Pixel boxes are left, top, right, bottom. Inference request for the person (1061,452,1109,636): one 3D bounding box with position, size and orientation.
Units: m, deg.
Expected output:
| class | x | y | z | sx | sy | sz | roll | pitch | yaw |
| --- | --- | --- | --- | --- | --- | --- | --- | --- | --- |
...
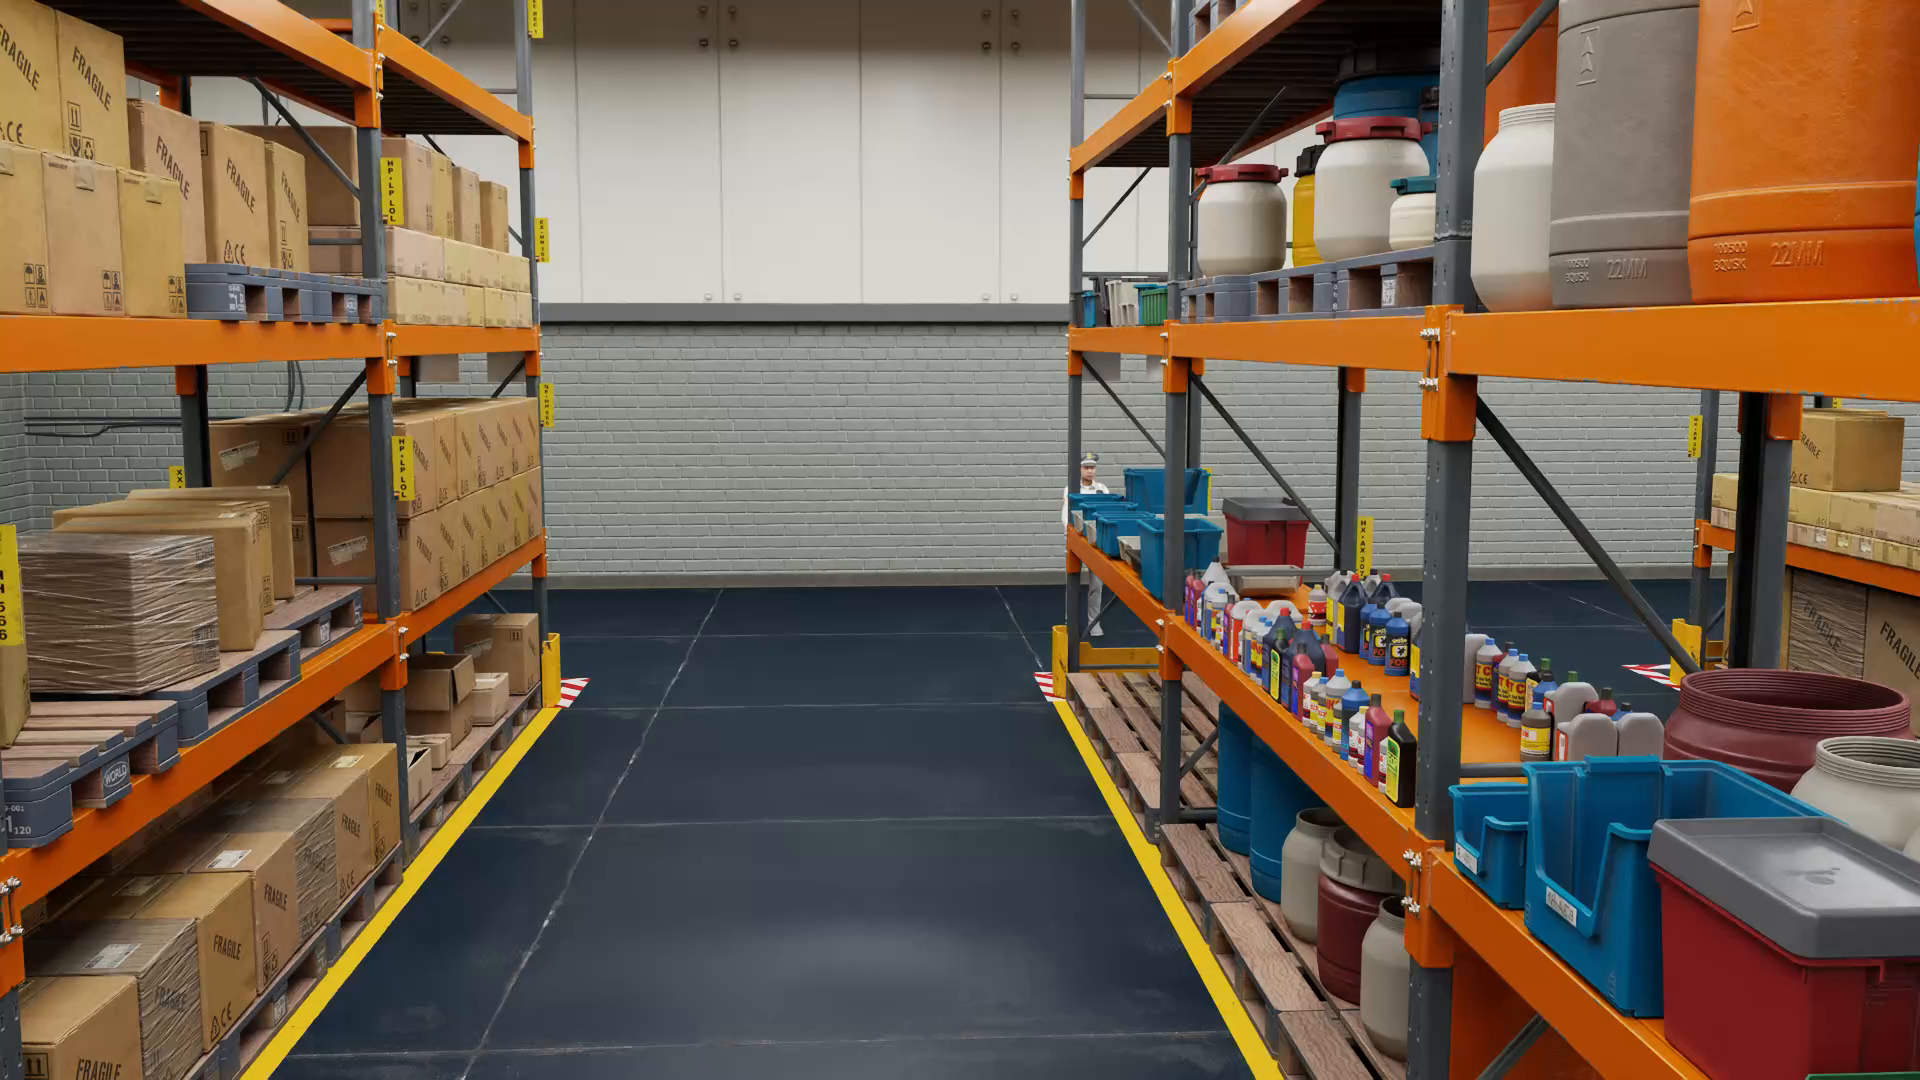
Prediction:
| class | x | y | z | sx | sy | sz | roll | pitch | yaw |
| --- | --- | --- | --- | --- | --- | --- | --- | --- | --- |
| person | 1.166 | 0.038 | 15.331 | 0.460 | 1.686 | 0.564 | 0 | 7 | -3 |
